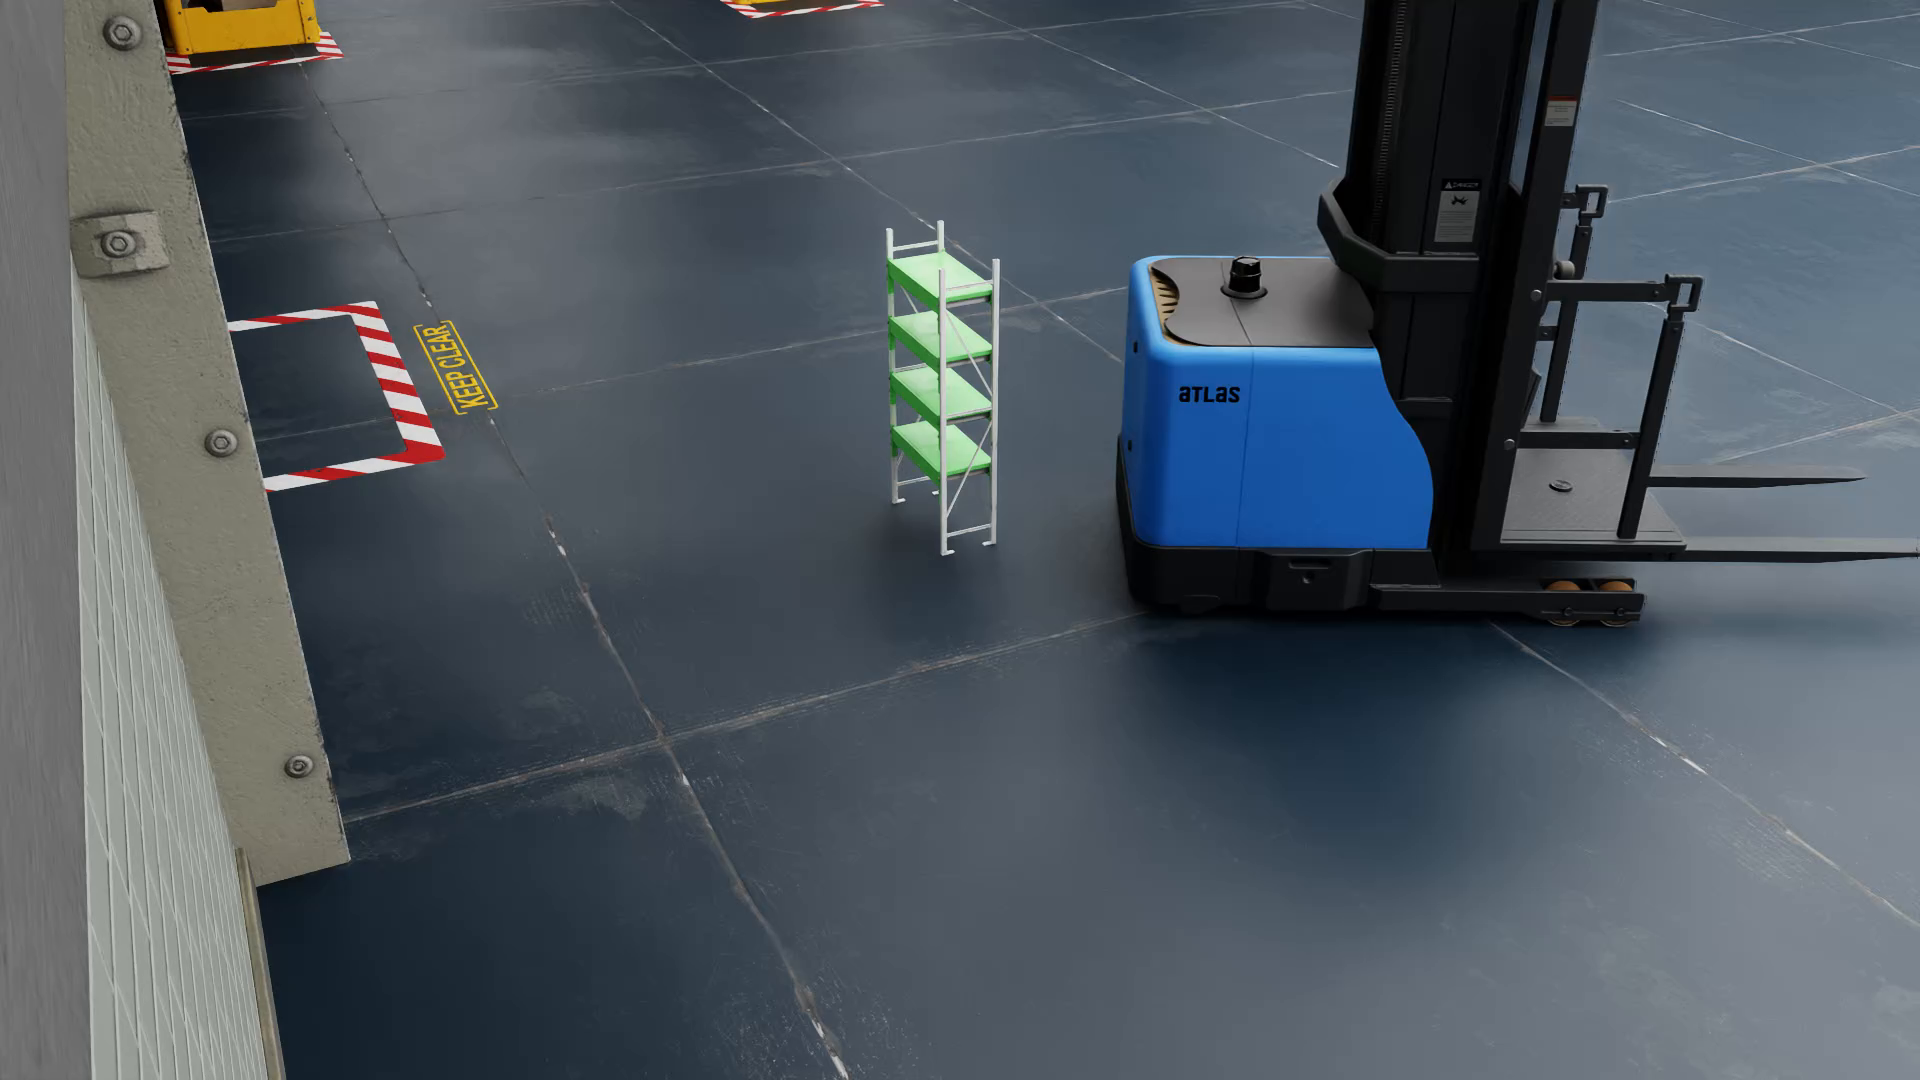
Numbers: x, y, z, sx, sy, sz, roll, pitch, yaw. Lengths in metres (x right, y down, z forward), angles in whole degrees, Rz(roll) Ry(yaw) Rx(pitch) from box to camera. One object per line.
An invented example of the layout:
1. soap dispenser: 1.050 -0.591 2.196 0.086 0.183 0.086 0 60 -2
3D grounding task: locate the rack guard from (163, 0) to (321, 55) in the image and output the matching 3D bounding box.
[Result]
1. rack guard: -6.167 -4.511 14.283 1.175 0.500 0.348 -13 32 -22

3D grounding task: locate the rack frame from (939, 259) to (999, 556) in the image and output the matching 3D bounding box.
1. rack frame: 0.034 -0.489 6.395 0.240 1.200 0.015 -13 32 -22

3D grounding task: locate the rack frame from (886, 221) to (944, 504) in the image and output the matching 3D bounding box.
1. rack frame: -0.176 -0.704 6.779 0.240 1.200 0.015 -13 32 -22

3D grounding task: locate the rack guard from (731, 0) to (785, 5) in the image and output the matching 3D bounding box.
1. rack guard: -1.651 -5.509 16.062 1.175 0.500 0.348 -13 32 -22

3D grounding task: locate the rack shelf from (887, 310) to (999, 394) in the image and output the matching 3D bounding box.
1. rack shelf: -0.071 -0.750 6.501 0.258 0.148 0.480 -13 32 -22

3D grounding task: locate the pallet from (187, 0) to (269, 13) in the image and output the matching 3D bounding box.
1. pallet: -6.483 -4.751 15.007 1.003 0.211 1.213 -13 32 -22

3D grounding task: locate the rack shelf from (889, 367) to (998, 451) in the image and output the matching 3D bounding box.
1. rack shelf: -0.071 -0.541 6.618 0.258 0.148 0.480 -13 32 -22

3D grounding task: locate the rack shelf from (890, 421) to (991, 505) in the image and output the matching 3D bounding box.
1. rack shelf: -0.071 -0.331 6.736 0.258 0.148 0.480 -13 32 -22

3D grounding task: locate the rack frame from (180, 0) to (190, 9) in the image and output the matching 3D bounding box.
1. rack frame: -6.134 -5.568 13.612 1.000 3.000 0.127 -13 32 -22

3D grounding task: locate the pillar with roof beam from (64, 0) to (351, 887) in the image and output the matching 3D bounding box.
1. pillar with roof beam: 1.824 -3.915 4.531 9.100 9.000 0.400 -13 32 -22

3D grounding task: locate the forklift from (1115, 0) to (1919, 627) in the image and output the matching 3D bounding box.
1. forklift: 2.161 -1.219 5.928 3.031 2.935 1.130 1 29 1

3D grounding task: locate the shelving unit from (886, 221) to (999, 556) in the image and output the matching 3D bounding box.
1. shelving unit: -0.071 -0.596 6.587 0.258 1.200 0.503 -13 32 -22

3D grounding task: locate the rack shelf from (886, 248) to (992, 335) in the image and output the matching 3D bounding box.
1. rack shelf: -0.071 -0.959 6.383 0.258 0.148 0.480 -13 32 -22

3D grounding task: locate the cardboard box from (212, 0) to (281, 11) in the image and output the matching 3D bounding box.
1. cardboard box: -6.350 -4.911 14.741 0.500 0.311 0.500 -17 33 -28
